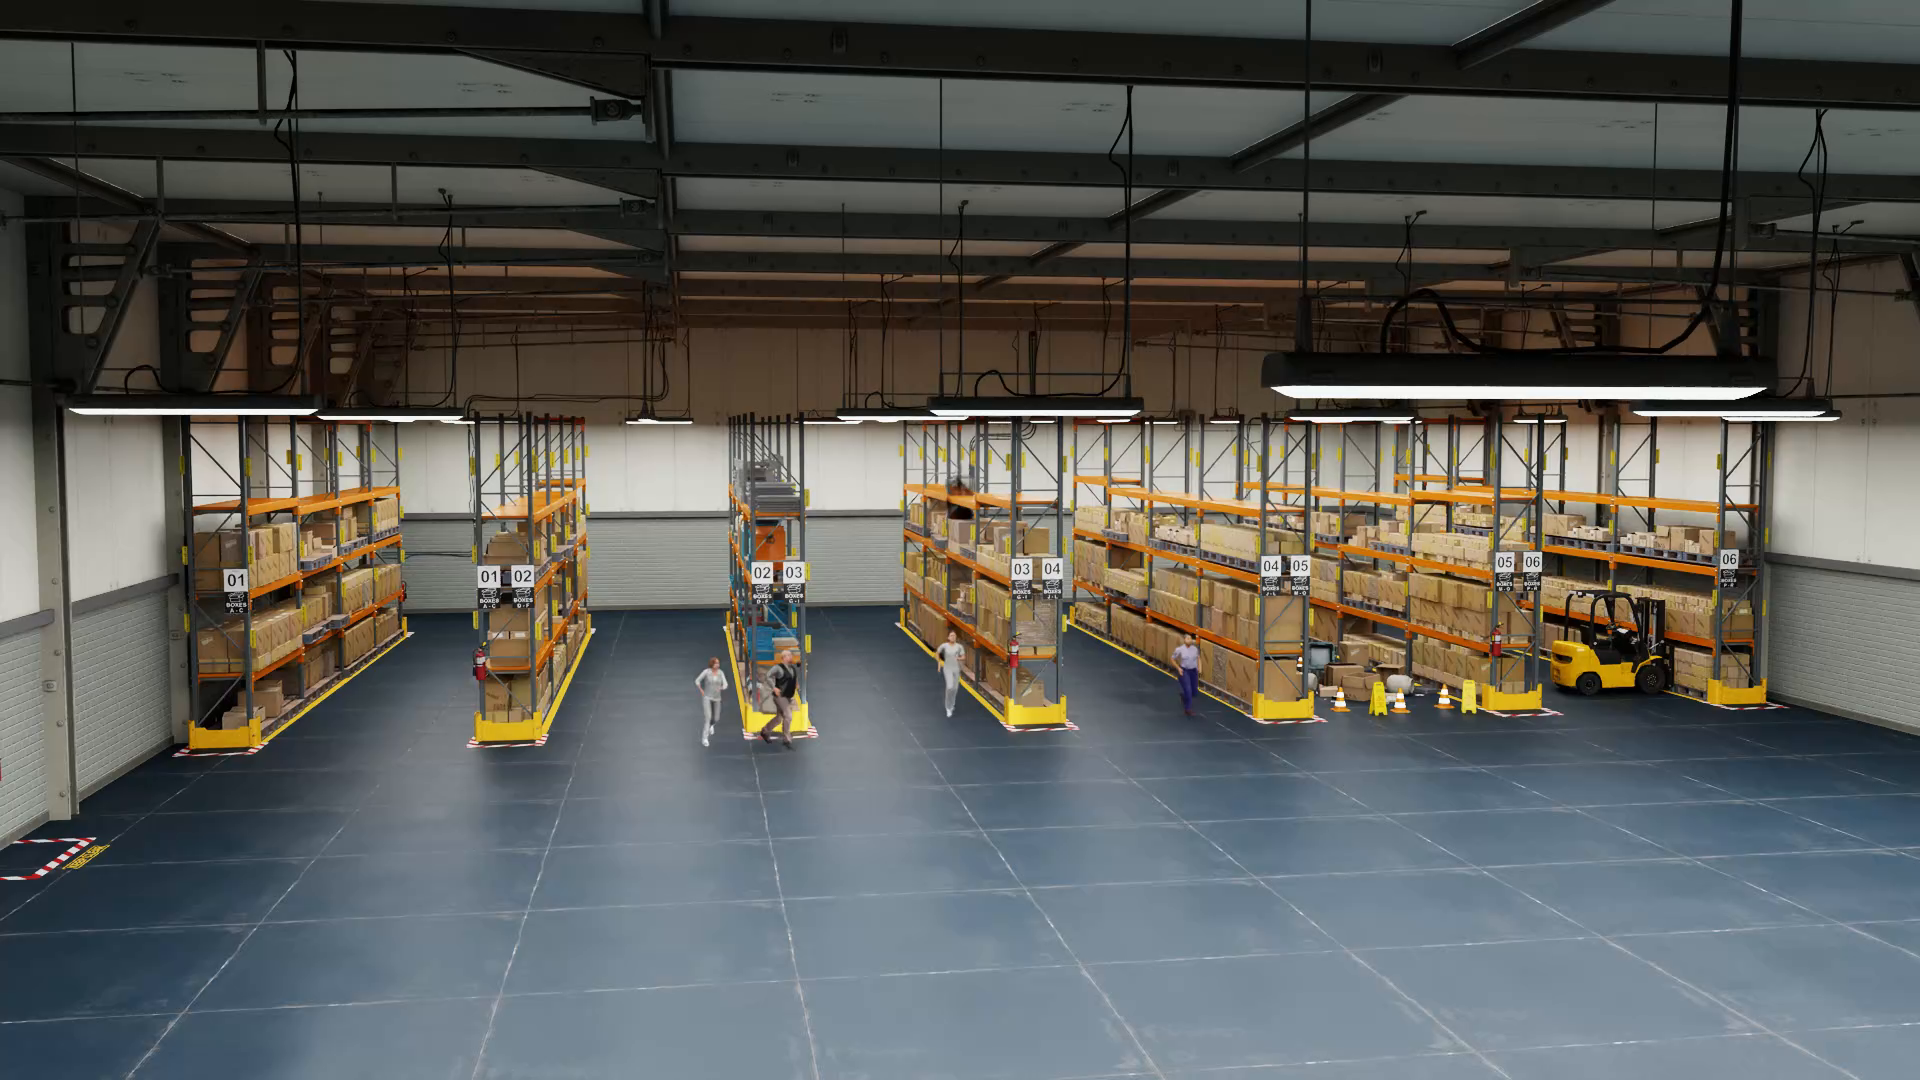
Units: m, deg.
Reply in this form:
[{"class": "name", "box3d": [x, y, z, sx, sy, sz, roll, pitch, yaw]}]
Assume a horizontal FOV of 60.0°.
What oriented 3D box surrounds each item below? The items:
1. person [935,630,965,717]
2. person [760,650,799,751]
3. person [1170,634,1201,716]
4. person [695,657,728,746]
[{"class": "person", "box3d": [-0.173, 2.644, 33.041, 0.531, 1.716, 0.738, -1, 4, -17]}, {"class": "person", "box3d": [-3.189, 2.838, 29.778, 0.821, 1.756, 0.659, 2, 4, 26]}, {"class": "person", "box3d": [4.514, 2.674, 33.187, 0.644, 1.581, 0.734, -1, 4, -20]}, {"class": "person", "box3d": [-4.507, 2.911, 30.268, 0.566, 1.566, 0.771, -2, 4, -26]}]
